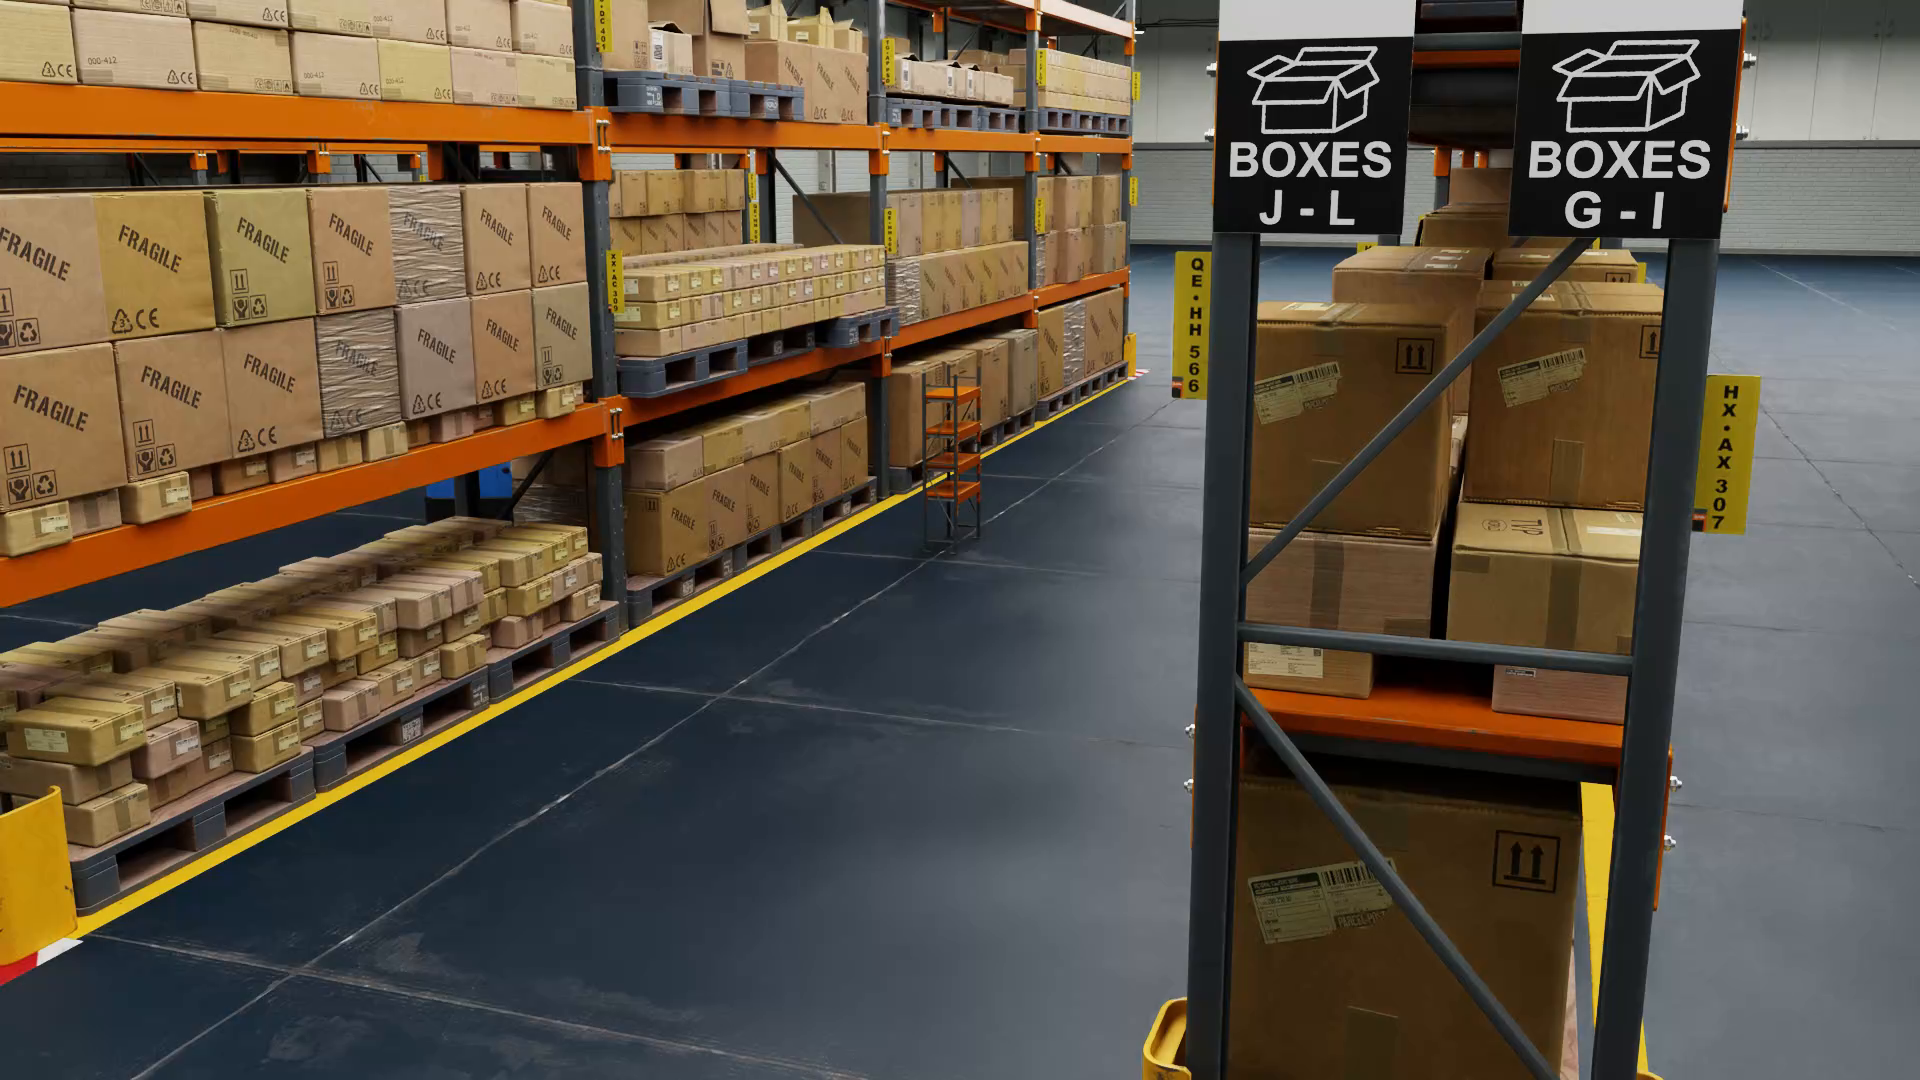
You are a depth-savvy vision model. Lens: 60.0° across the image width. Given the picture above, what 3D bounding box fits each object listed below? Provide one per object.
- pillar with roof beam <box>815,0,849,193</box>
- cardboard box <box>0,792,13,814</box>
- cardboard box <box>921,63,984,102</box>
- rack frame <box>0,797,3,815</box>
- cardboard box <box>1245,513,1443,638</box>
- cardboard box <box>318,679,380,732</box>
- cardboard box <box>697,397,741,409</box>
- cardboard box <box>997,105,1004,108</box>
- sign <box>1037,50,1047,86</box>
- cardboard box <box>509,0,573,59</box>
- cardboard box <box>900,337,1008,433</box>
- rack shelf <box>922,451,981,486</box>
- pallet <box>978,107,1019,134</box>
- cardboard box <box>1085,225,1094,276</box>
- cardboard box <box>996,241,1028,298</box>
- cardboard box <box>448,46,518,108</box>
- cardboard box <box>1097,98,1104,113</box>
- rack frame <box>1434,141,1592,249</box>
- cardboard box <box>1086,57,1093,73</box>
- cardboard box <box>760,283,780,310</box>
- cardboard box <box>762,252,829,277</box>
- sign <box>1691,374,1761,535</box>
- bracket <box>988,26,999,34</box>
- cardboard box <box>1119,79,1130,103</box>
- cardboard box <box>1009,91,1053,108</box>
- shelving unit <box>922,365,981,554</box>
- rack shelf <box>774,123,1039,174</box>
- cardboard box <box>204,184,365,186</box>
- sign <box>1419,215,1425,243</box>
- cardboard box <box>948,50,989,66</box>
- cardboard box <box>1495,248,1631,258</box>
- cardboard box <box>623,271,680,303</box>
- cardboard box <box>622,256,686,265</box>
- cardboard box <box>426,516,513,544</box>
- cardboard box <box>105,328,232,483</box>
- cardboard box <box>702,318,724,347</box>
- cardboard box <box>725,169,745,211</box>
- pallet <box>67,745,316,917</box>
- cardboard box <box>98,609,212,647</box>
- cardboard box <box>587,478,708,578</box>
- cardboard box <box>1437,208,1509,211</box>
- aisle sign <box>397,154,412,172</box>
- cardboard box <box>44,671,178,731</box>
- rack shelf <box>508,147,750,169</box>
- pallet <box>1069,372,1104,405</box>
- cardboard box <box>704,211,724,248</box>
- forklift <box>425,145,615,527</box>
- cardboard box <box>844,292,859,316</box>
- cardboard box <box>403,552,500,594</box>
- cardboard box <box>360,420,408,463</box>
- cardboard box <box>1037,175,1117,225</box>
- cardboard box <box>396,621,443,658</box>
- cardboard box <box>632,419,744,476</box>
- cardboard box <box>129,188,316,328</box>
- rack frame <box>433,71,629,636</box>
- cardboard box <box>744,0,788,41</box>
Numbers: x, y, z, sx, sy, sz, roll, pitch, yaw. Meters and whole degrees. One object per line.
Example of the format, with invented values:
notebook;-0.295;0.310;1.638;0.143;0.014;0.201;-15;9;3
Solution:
pillar with roof beam;0.955;-10.515;37.335;9.100;9.000;0.548;4;14;18
cardboard box;-3.654;0.928;6.145;0.380;0.149;0.250;5;14;19
cardboard box;-0.104;-3.946;14.325;0.500;0.311;0.500;4;13;16
rack frame;-3.627;-0.132;5.324;1.000;3.000;0.127;4;14;18
cardboard box;0.939;0.054;4.180;0.500;0.250;0.500;4;13;17
cardboard box;-2.732;0.700;7.144;0.380;0.149;0.250;4;13;16
cardboard box;-1.827;-0.830;11.371;0.500;0.250;0.500;4;14;19
cardboard box;0.234;-4.459;16.938;0.380;0.149;0.250;5;14;19
sign;0.772;-4.489;15.805;0.100;0.325;0.005;4;14;18
cardboard box;-2.242;-2.491;8.135;0.500;0.250;0.500;4;13;16
cardboard box;-0.176;-1.426;15.107;1.050;0.750;0.750;4;14;18
rack shelf;-0.054;-0.485;11.217;0.258;0.148;0.480;4;14;18
pallet;0.005;-3.831;15.220;0.805;0.209;1.217;4;13;16
cardboard box;1.015;-3.266;18.719;0.875;0.550;0.550;4;14;18
cardboard box;0.340;-2.578;15.817;0.500;0.500;0.500;4;14;18
cardboard box;-2.409;-2.136;7.702;0.500;0.250;0.500;4;14;18
cardboard box;1.351;-4.732;18.134;0.380;0.149;0.250;4;14;19
rack frame;3.622;-1.438;11.046;1.000;3.000;0.127;4;14;18
cardboard box;1.187;-5.013;17.573;0.380;0.149;0.250;4;14;18
cardboard box;-1.351;-1.528;10.392;0.380;0.149;0.250;4;13;17
cardboard box;-1.098;-1.837;11.081;0.380;0.149;0.250;4;14;18
sign;1.556;-0.173;3.380;0.100;0.325;0.005;4;14;18
bracket;0.965;-14.994;48.867;0.235;0.232;0.430;4;14;18
cardboard box;1.656;-5.165;19.136;0.500;0.250;0.500;5;14;19
cardboard box;0.695;-4.304;16.258;0.380;0.149;0.250;4;13;17
shelving unit;-0.054;-0.550;11.202;0.258;1.200;0.503;4;14;18
rack shelf;-0.392;-3.349;14.295;1.077;0.370;4.000;4;14;18
cardboard box;-3.055;-1.363;7.581;0.500;0.500;0.500;5;14;19
sign;3.105;-2.001;11.088;0.100;0.325;0.005;4;14;18
cardboard box;0.072;-4.740;16.379;0.380;0.149;0.250;4;14;18
cardboard box;2.432;-0.917;6.747;0.500;0.500;0.500;5;14;20
cardboard box;-1.770;-1.396;9.147;0.380;0.149;0.250;5;14;21
cardboard box;-1.965;-1.719;10.562;0.380;0.149;0.250;4;13;16
cardboard box;-2.641;-0.021;8.965;0.380;0.149;0.250;5;14;21
cardboard box;-3.071;-0.515;6.108;0.500;0.500;0.500;4;14;19
cardboard box;-1.602;-1.217;9.700;0.380;0.149;0.250;4;14;19
cardboard box;-3.126;-4.393;20.856;0.700;0.500;0.500;4;13;17
pallet;-3.306;1.043;6.442;1.003;0.211;1.213;4;14;18
cardboard box;-3.419;0.411;7.073;0.380;0.149;0.250;5;14;20
cardboard box;-1.843;-0.096;9.843;0.500;0.500;0.500;5;14;21
cardboard box;2.946;-1.544;9.032;0.797;0.503;0.637;5;14;20
aisle sign;-7.566;-5.452;22.793;0.394;0.787;0.004;4;14;18
cardboard box;-3.161;0.611;6.196;0.380;0.149;0.250;5;14;19
rack shelf;-3.814;-4.526;19.453;1.077;0.370;4.000;4;14;18
pallet;0.968;-1.711;18.510;1.003;0.211;1.213;4;14;18
cardboard box;-3.248;-3.790;20.459;0.500;0.500;0.500;4;14;19
forklift;-3.182;-1.749;12.564;1.130;2.935;3.031;0;13;-1
cardboard box;-0.928;-1.655;11.619;0.380;0.149;0.250;5;14;19
cardboard box;-2.479;0.174;8.113;0.380;0.149;0.250;5;14;20
cardboard box;-2.642;-0.440;7.239;0.380;0.149;0.250;5;14;20
cardboard box;1.302;-3.902;19.080;0.875;0.550;0.550;4;14;18
cardboard box;-2.624;0.427;7.671;0.380;0.149;0.250;4;13;16
cardboard box;-1.674;-0.574;10.252;0.500;0.250;0.500;5;14;20
cardboard box;-2.884;-1.103;6.439;0.500;0.500;0.500;4;13;17
rack frame;-2.333;-0.974;9.013;1.000;3.000;0.127;4;14;18
cardboard box;-1.321;-3.324;10.625;0.396;0.266;0.258;4;14;18
